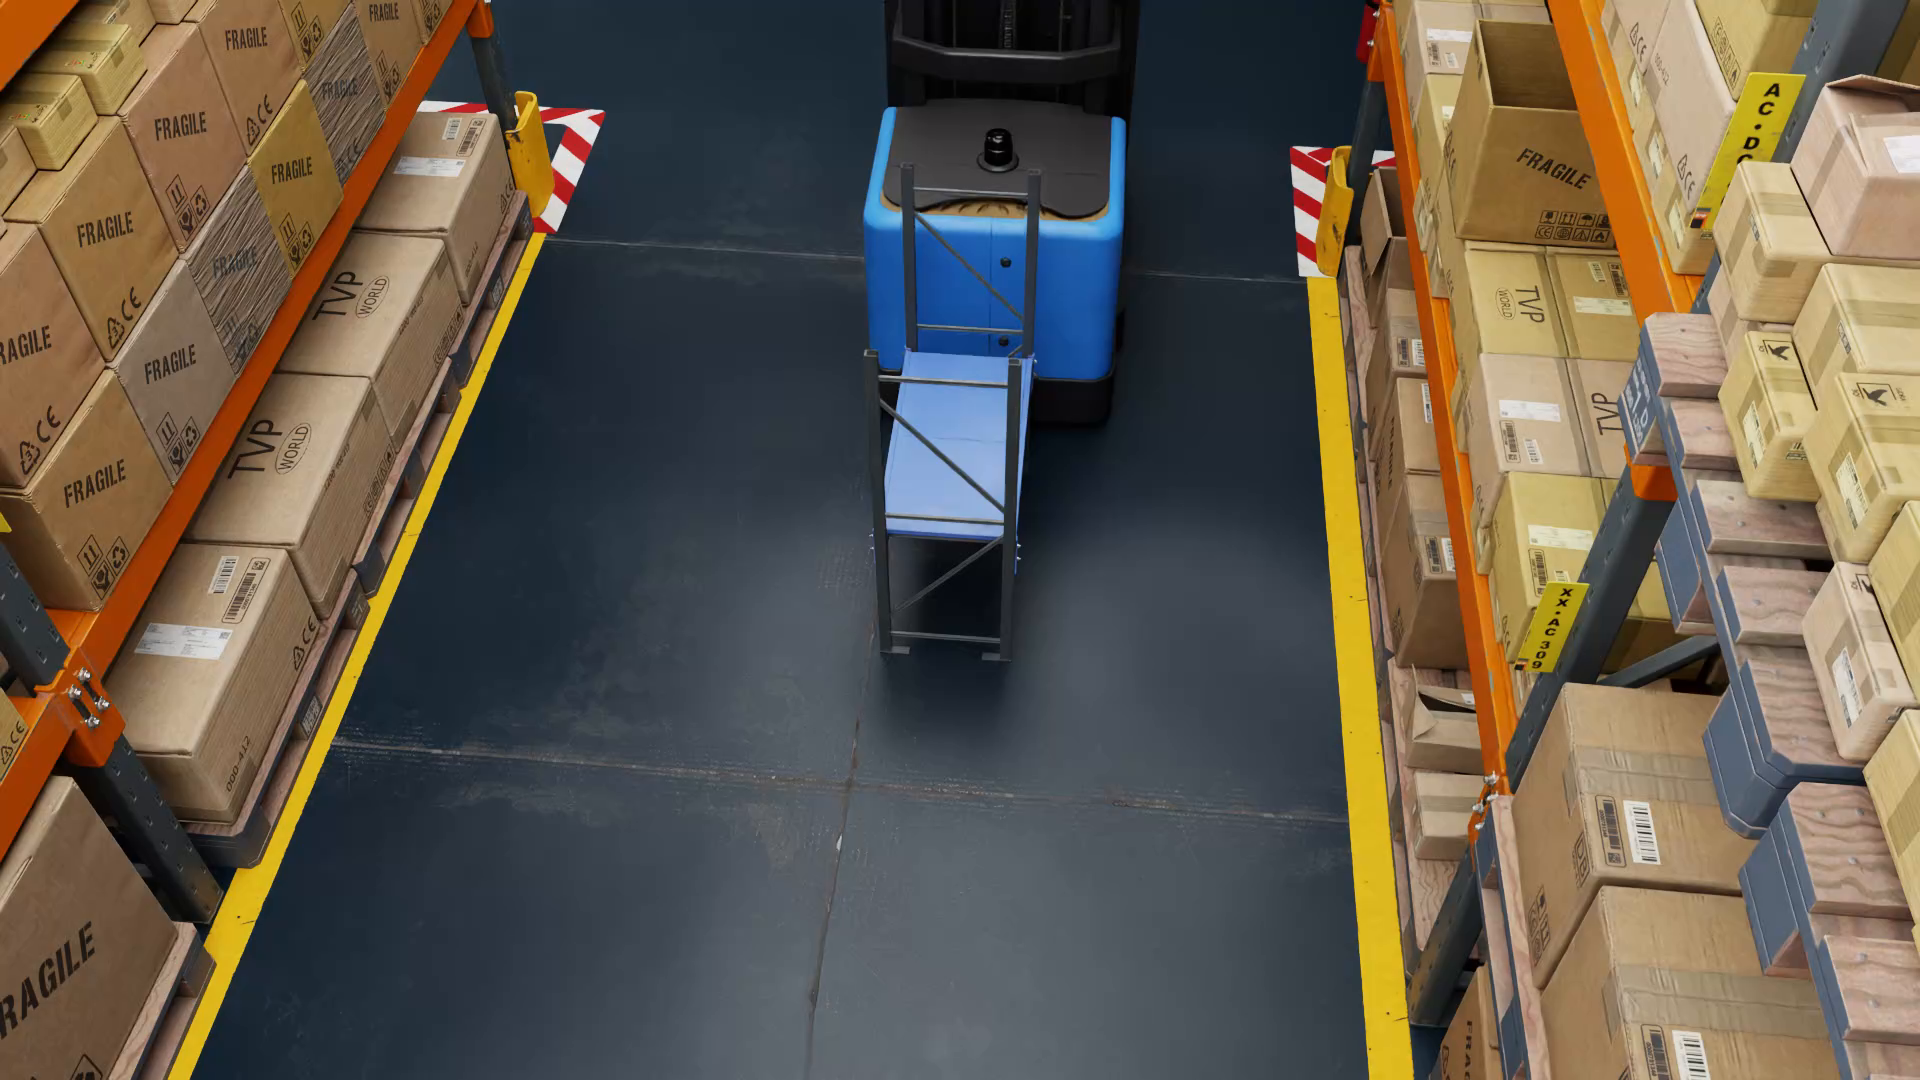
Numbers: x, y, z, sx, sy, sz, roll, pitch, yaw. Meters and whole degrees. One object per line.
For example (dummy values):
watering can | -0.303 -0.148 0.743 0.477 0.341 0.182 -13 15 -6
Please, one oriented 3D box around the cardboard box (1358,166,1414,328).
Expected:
cardboard box | 2.157 -1.264 7.280 0.797 0.503 0.637 2 48 2

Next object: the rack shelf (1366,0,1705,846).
rack shelf | 2.125 -0.695 5.840 1.077 0.370 4.000 4 48 4

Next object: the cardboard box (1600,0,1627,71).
cardboard box | 1.767 -1.236 3.986 0.380 0.149 0.250 4 48 3

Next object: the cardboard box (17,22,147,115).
cardboard box | -2.588 -1.356 4.772 0.380 0.149 0.250 3 48 2

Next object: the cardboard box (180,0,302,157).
cardboard box | -2.557 -1.621 5.454 0.500 0.500 0.500 4 48 3

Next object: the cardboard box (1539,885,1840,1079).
cardboard box | 1.629 1.077 3.379 0.700 0.500 0.500 4 48 4

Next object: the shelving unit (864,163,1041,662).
shelving unit | -0.008 -0.443 6.139 0.538 1.500 1.048 4 48 4

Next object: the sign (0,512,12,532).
sign | -2.459 -0.134 4.109 0.100 0.325 0.005 4 48 4

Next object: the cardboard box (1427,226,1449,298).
cardboard box | 1.833 -0.961 5.767 0.380 0.149 0.250 5 48 4

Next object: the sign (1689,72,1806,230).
sign | 1.402 -0.686 2.961 0.100 0.325 0.005 4 48 4

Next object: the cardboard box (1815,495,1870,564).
cardboard box | 1.536 0.002 2.500 0.380 0.149 0.250 4 48 4

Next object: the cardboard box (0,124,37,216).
cardboard box | -2.725 -0.984 4.432 0.380 0.149 0.250 3 48 3

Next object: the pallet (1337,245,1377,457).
pallet | 2.229 -0.824 7.361 1.003 0.211 1.213 4 48 4

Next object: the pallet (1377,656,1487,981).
pallet | 2.006 0.968 5.721 1.003 0.211 1.213 4 48 4

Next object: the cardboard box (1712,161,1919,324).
cardboard box | 1.479 -0.482 2.741 0.380 0.149 0.250 5 48 5

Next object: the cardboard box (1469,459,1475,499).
cardboard box | 1.773 -0.211 5.080 0.380 0.149 0.250 5 48 5

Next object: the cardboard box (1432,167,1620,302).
cardboard box | 1.884 -1.022 5.552 0.500 0.250 0.500 3 48 3

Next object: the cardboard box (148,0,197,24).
cardboard box | -2.556 -1.722 5.107 0.380 0.149 0.250 4 48 4

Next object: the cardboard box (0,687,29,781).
cardboard box | -2.790 0.598 4.272 0.500 0.250 0.500 3 48 3

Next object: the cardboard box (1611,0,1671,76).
cardboard box | 1.774 -1.284 3.759 0.500 0.250 0.500 2 48 2

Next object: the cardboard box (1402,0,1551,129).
cardboard box | 1.952 -1.771 6.237 0.500 0.250 0.500 4 48 4

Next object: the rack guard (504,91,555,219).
rack guard | -2.634 -1.913 8.160 1.175 0.500 0.348 4 48 4

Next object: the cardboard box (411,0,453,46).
cardboard box | -2.416 -2.400 6.845 0.500 0.500 0.500 4 48 4

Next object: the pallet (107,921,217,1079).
pallet | -2.996 1.714 5.039 1.003 0.211 1.213 4 48 4

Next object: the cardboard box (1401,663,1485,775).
cardboard box | 1.734 0.621 5.717 0.396 0.266 0.258 5 48 5

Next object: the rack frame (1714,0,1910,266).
rack frame | 1.943 -1.493 2.017 1.000 3.000 0.127 4 48 4

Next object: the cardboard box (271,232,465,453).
cardboard box | -2.672 -0.851 6.947 0.875 0.438 0.875 5 48 5

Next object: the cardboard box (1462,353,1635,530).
cardboard box | 1.777 -0.278 4.871 0.500 0.250 0.500 4 48 4

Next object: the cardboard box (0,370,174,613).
cardboard box | -2.697 -0.160 4.796 0.500 0.500 0.500 5 48 5

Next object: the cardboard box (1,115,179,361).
cardboard box | -2.664 -0.875 4.772 0.500 0.500 0.500 3 48 3

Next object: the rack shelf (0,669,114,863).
rack shelf | -3.183 1.913 3.455 1.077 0.370 4.000 4 48 4

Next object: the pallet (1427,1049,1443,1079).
pallet | 1.906 2.073 4.711 1.003 0.211 1.213 4 48 4

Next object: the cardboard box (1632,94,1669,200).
cardboard box | 1.707 -0.859 3.641 0.380 0.149 0.250 4 48 3

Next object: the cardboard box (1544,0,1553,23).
cardboard box | 2.530 -2.101 6.539 0.500 0.250 0.500 5 48 5

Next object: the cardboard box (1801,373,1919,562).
cardboard box | 1.460 -0.097 2.390 0.380 0.149 0.250 3 48 3

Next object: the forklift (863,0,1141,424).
forklift | 0.242 -2.576 7.120 1.130 2.935 3.031 3 48 3

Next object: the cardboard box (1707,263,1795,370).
cardboard box | 1.519 -0.378 2.848 0.380 0.149 0.250 5 48 4

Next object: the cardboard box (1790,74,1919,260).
cardboard box | 1.568 -0.614 2.581 0.396 0.266 0.258 3 48 3

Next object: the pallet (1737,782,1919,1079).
pallet | 1.722 0.820 2.062 1.213 0.211 1.003 4 48 4

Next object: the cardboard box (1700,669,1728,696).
cardboard box | 2.246 0.388 4.533 0.380 0.149 0.250 4 48 4

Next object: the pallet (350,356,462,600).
pallet | -2.745 -0.311 6.891 1.003 0.211 1.213 4 48 4

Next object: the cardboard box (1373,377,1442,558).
cardboard box | 1.893 -0.255 6.360 0.500 0.500 0.500 5 48 4

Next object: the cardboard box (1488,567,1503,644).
cardboard box | 1.722 0.173 4.730 0.380 0.149 0.250 5 48 5

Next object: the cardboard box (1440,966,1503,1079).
cardboard box | 1.675 1.574 4.687 0.500 0.500 0.500 6 48 5

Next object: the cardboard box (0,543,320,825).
cardboard box | -2.837 0.470 5.739 0.875 0.438 0.875 3 48 3

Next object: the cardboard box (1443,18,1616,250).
cardboard box | 1.861 -1.293 5.291 0.500 0.500 0.500 5 48 5

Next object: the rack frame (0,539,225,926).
rack frame | -3.001 0.201 4.534 1.000 3.000 0.127 4 48 4

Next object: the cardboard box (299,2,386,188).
cardboard box | -2.514 -1.654 6.162 0.500 0.500 0.500 5 48 5

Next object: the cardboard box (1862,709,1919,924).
cardboard box | 1.429 0.372 2.162 0.380 0.149 0.250 3 48 3

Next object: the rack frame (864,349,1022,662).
rack frame | -0.054 -0.070 5.798 0.500 1.500 0.032 4 48 4

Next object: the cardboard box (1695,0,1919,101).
cardboard box | 1.749 -1.086 3.239 0.500 0.250 0.500 4 48 4

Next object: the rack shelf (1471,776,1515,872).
rack shelf | 1.760 2.244 3.152 1.077 0.370 4.000 4 48 4

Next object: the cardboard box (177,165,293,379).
cardboard box | -2.595 -0.895 5.468 0.500 0.500 0.500 4 48 4
